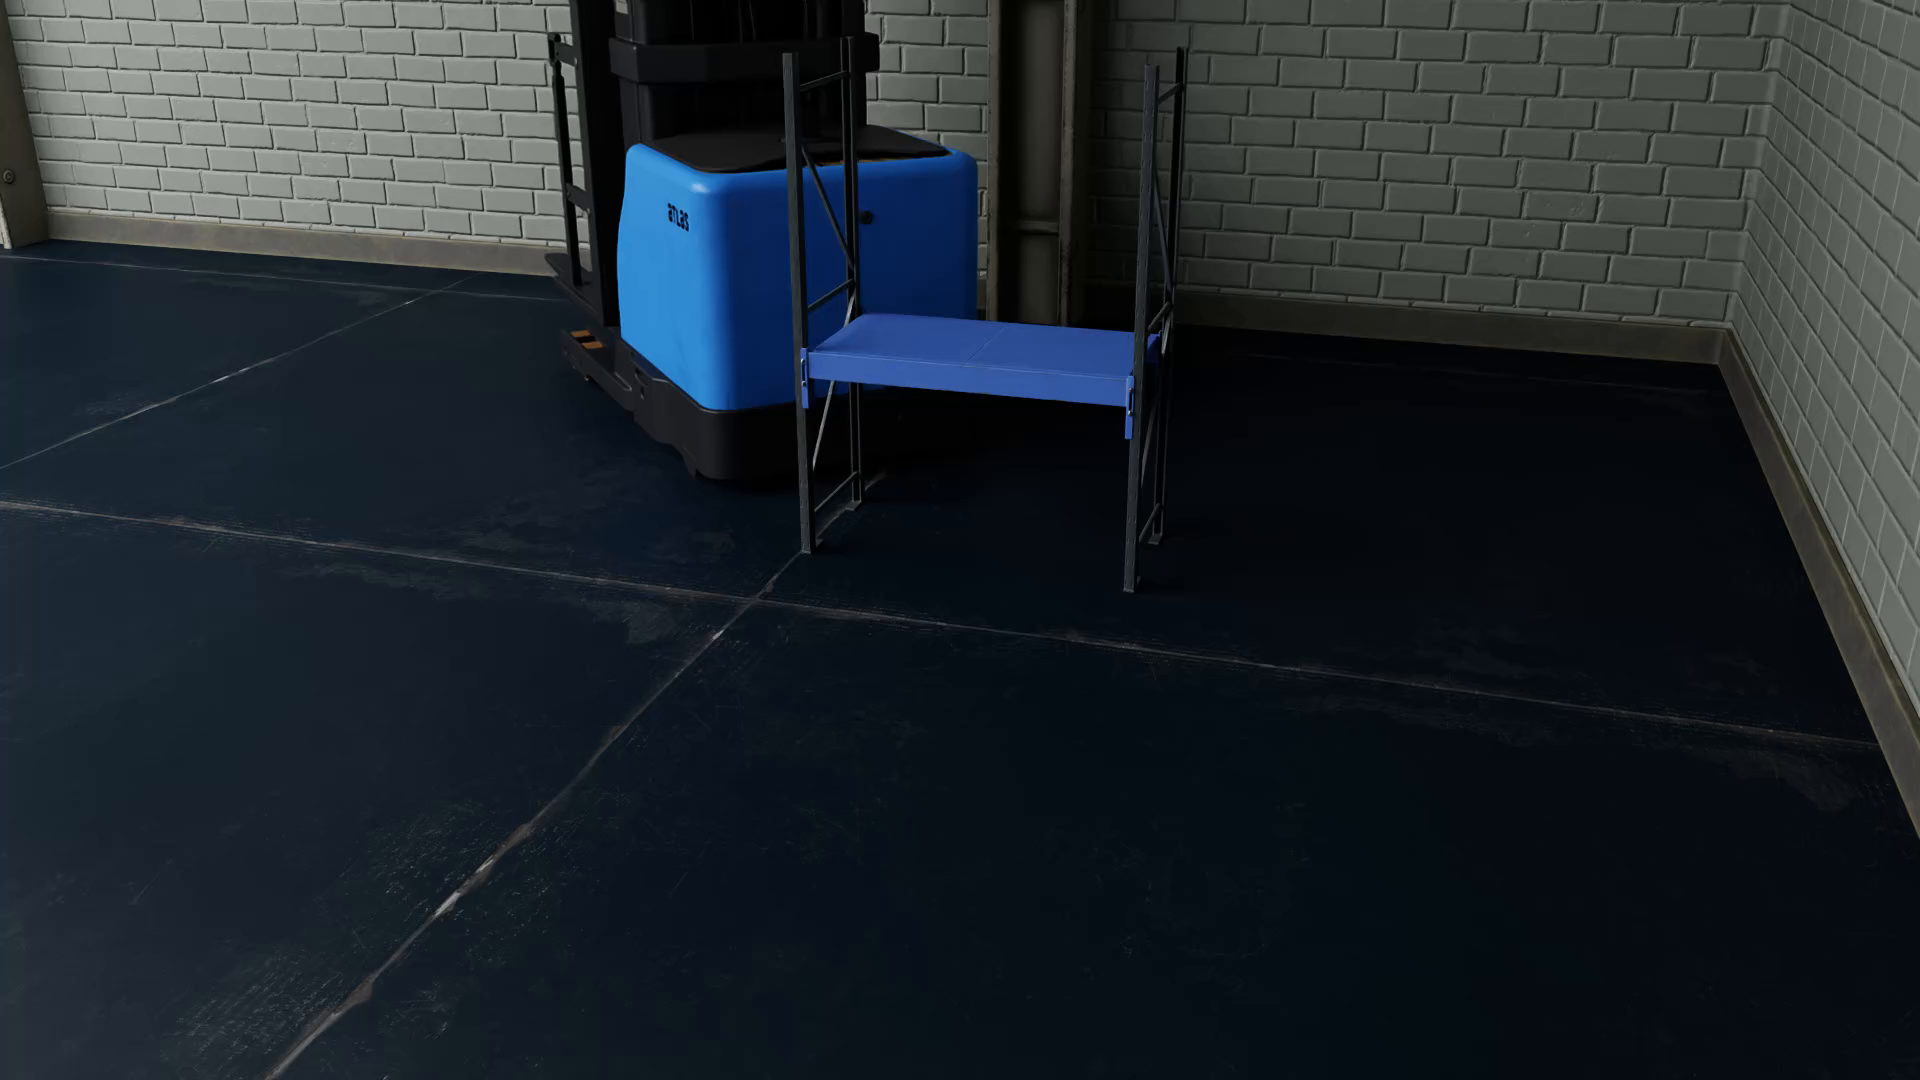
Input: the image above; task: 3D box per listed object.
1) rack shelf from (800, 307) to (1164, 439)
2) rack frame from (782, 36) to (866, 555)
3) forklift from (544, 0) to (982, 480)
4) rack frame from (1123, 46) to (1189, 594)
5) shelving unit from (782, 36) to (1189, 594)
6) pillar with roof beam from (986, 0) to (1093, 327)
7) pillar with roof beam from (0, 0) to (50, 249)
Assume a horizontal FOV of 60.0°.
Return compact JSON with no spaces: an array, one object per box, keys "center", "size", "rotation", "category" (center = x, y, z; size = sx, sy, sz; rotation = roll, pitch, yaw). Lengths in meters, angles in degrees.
[{"center":[0.082,-0.518,5.031],"size":[1.000,0.185,0.538],"rotation":[7,23,16],"category":"rack shelf"},{"center":[-0.405,-0.740,5.098],"size":[0.032,1.500,0.500],"rotation":[7,23,16],"category":"rack frame"},{"center":[-1.033,-2.078,6.473],"size":[1.130,2.935,3.031],"rotation":[-11,25,-24],"category":"forklift"},{"center":[0.568,-0.629,4.827],"size":[0.032,1.500,0.500],"rotation":[7,23,16],"category":"rack frame"},{"center":[0.082,-0.685,4.963],"size":[1.048,1.500,0.538],"rotation":[7,23,16],"category":"shelving unit"},{"center":[-0.889,-3.630,2.263],"size":[0.400,9.000,9.100],"rotation":[7,23,16],"category":"pillar with roof beam"},{"center":[-6.634,-4.288,3.866],"size":[0.400,9.000,9.100],"rotation":[7,23,16],"category":"pillar with roof beam"}]
